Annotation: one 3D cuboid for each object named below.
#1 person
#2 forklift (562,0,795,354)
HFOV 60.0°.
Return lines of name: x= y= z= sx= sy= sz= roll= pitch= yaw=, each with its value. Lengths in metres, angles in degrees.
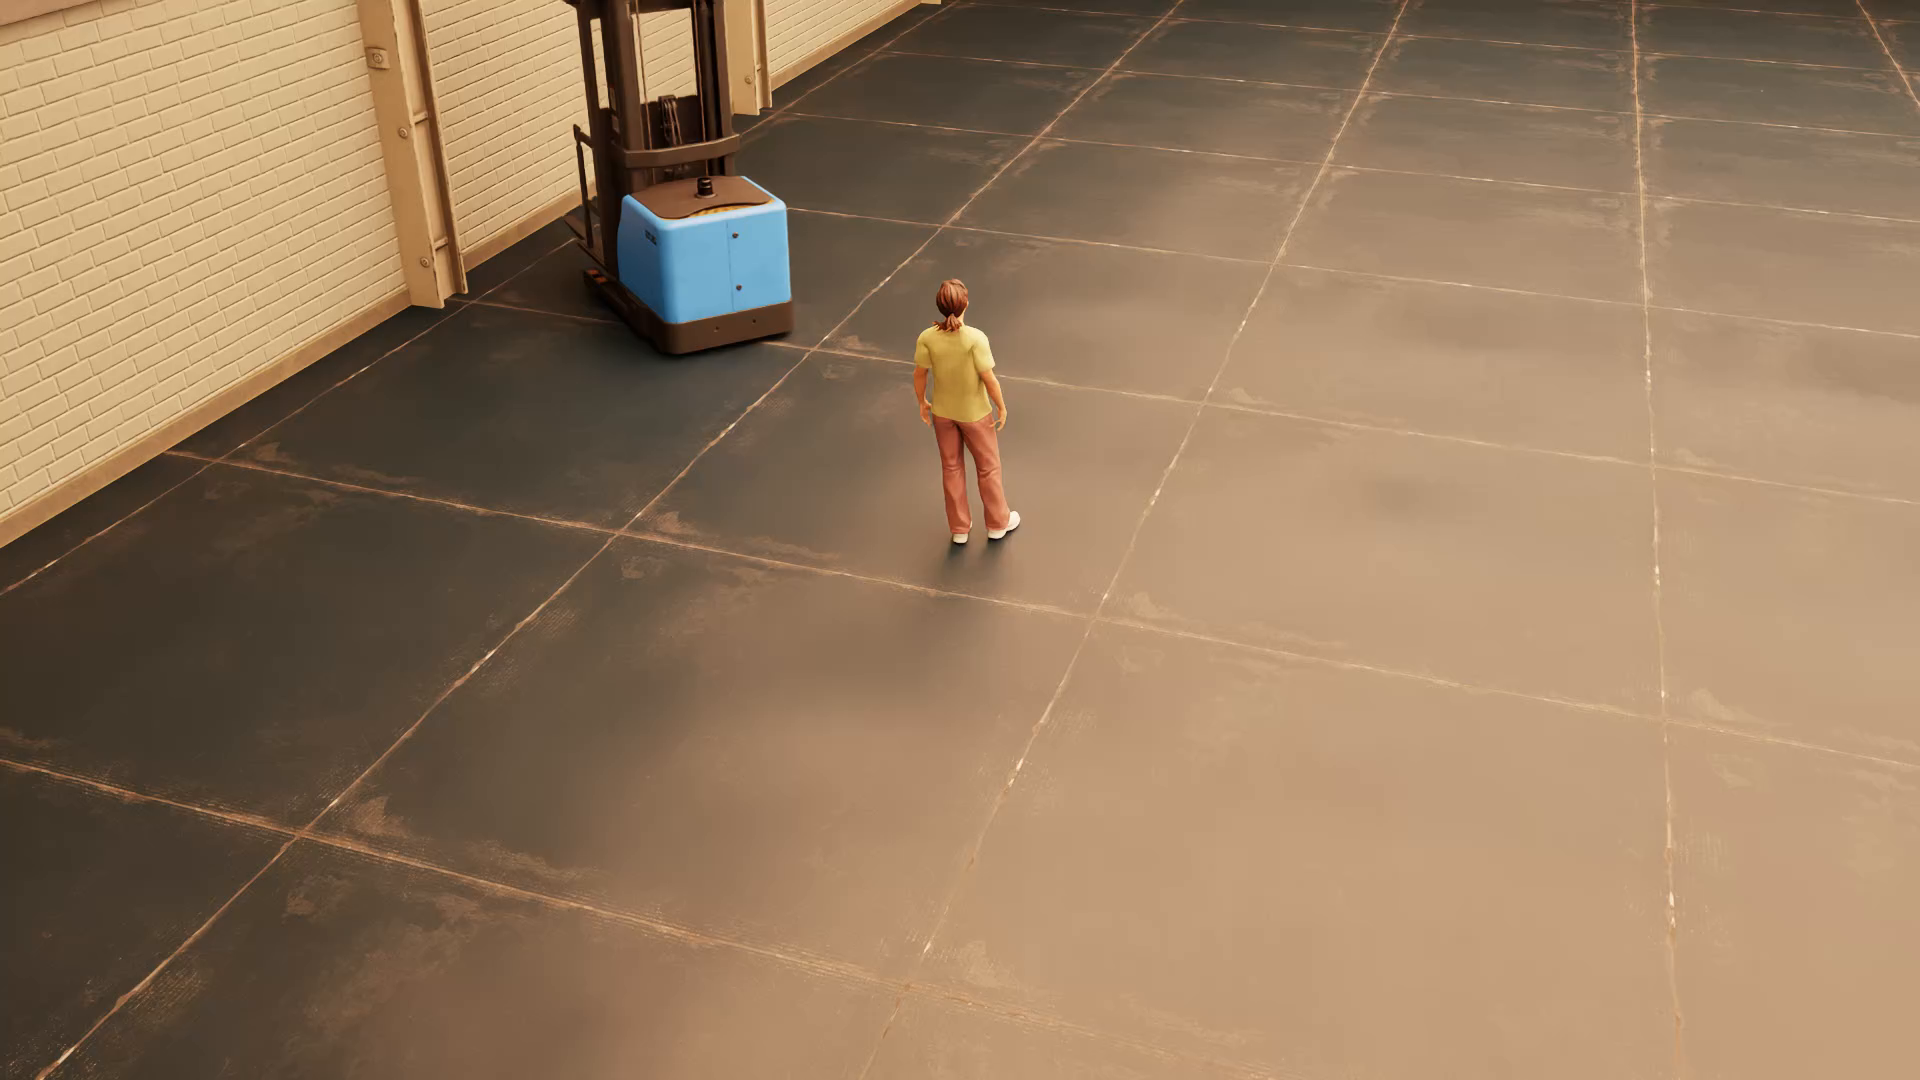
person: x=0.034 y=-0.767 z=9.735 sx=0.555 sy=1.675 sz=0.549 roll=10 pitch=31 yaw=16
forklift: x=-2.448 y=-3.354 z=13.020 sx=1.130 sy=2.935 sz=3.031 roll=-16 pitch=33 yaw=-26
